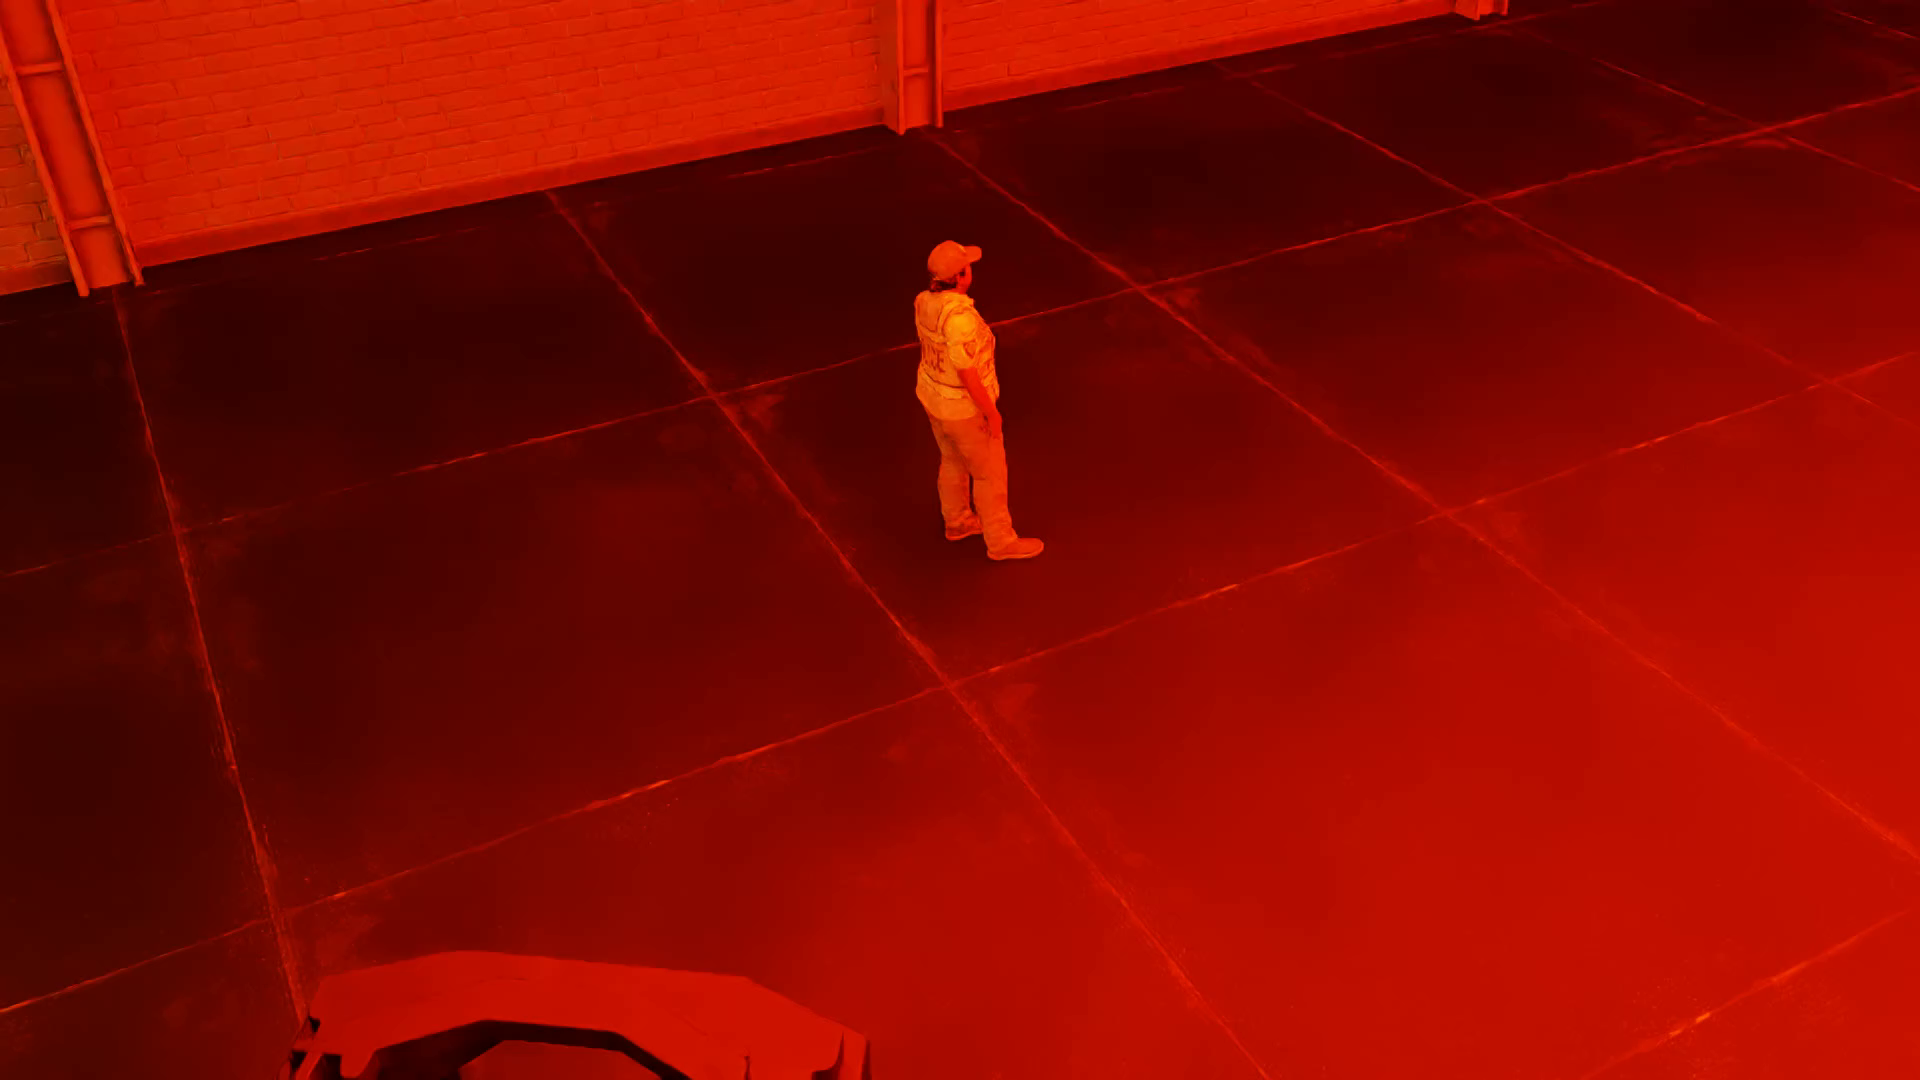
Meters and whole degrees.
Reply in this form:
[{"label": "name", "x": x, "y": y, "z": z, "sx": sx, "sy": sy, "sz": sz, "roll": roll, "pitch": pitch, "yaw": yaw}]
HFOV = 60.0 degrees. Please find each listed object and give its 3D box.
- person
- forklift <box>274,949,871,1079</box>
[{"label": "person", "x": 0.078, "y": -0.696, "z": 8.190, "sx": 0.529, "sy": 1.669, "sz": 0.598, "roll": -17, "pitch": 39, "yaw": -23}, {"label": "forklift", "x": -0.693, "y": 2.268, "z": 2.914, "sx": 1.130, "sy": 2.935, "sz": 3.031, "roll": 4, "pitch": 35, "yaw": 6}]
